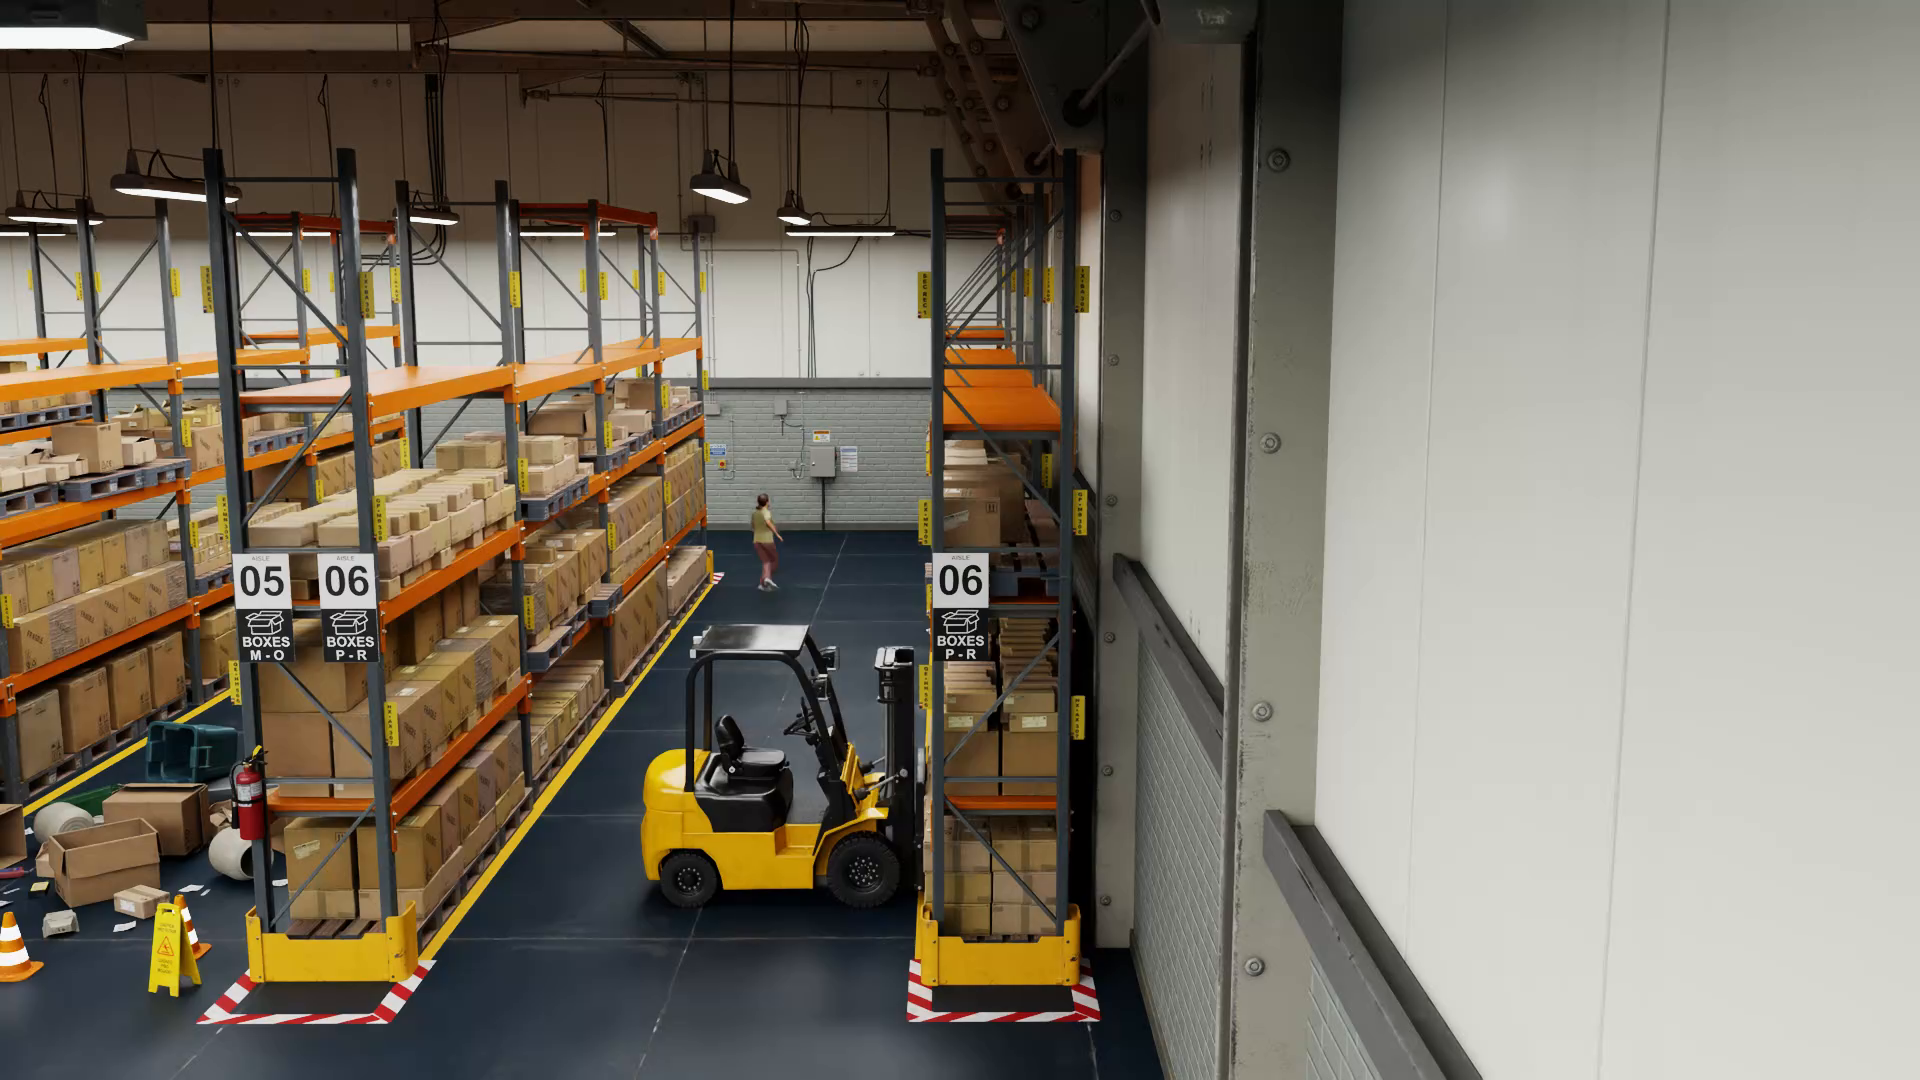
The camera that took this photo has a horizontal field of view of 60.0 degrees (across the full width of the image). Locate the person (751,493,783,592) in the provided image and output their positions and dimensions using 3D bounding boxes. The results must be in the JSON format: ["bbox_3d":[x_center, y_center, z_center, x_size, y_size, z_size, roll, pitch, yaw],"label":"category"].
[{"bbox_3d":[-3.159,0.074,26.745,0.691,1.617,0.637,5,10,27],"label":"person"}]
